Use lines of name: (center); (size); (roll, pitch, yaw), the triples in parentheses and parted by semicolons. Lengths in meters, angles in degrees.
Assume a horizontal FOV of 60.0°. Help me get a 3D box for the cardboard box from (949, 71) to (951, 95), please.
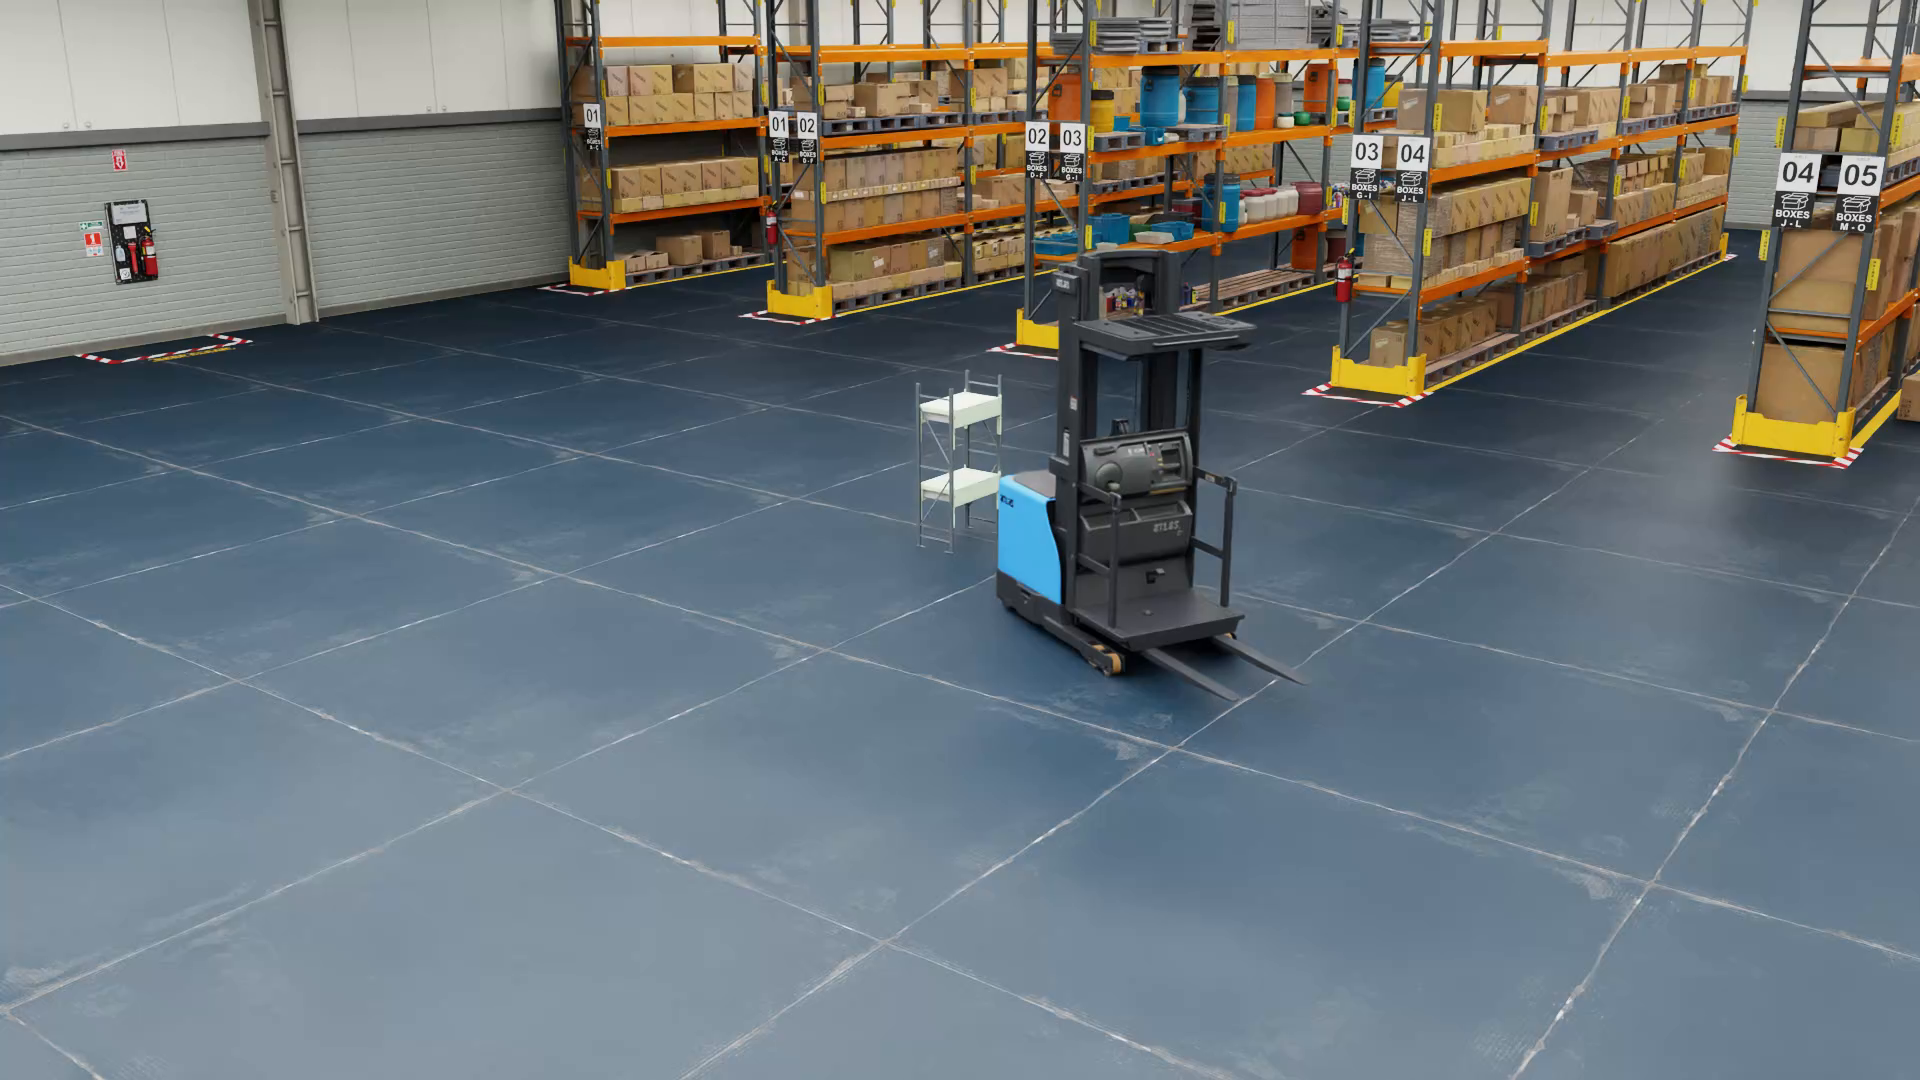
cardboard box: (-0.322, -10.215, 37.119); (0.700, 0.500, 0.500); (12, 21, 34)

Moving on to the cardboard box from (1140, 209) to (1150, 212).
cardboard box: (3.758, -6.800, 35.562); (0.500, 0.500, 0.500); (13, 21, 35)

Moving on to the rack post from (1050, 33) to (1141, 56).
rack post: (1.930, -7.034, 23.571); (0.937, 0.300, 0.954); (15, 23, 40)

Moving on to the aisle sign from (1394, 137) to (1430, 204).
aisle sign: (5.559, -4.549, 20.457); (0.394, 0.787, 0.004); (12, 21, 35)

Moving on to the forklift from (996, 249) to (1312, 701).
forklift: (1.415, -0.563, 12.122); (1.130, 2.935, 3.031); (-9, 19, -26)

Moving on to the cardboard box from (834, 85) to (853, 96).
cardboard box: (-2.660, -9.105, 34.248); (0.797, 0.503, 0.637); (16, 24, 42)

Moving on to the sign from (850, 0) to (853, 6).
sign: (-2.261, -11.390, 34.914); (0.100, 0.325, 0.005); (12, 21, 35)

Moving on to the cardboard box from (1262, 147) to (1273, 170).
cardboard box: (6.886, -8.830, 38.459); (0.500, 0.500, 0.500); (13, 22, 36)

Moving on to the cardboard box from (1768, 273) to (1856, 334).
cardboard box: (9.463, -2.643, 18.449); (0.875, 0.550, 0.550); (12, 21, 35)

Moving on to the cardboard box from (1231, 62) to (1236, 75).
cardboard box: (5.691, -10.425, 36.851); (0.700, 0.500, 0.500); (12, 21, 35)

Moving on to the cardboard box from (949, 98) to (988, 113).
cardboard box: (0.159, -7.786, 29.751); (0.500, 0.250, 0.500); (15, 23, 40)

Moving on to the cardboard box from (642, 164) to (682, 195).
cardboard box: (-5.438, -6.596, 30.386); (0.500, 0.500, 0.500); (12, 21, 33)

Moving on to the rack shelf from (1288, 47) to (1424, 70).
rack shelf: (7.335, -8.963, 30.825); (1.077, 0.370, 4.000); (12, 21, 35)

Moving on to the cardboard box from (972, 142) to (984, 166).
cardboard box: (0.202, -8.781, 37.764); (0.500, 0.500, 0.500); (13, 21, 35)

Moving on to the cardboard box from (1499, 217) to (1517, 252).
cardboard box: (7.420, -4.421, 23.760); (0.875, 0.500, 0.500); (12, 21, 35)

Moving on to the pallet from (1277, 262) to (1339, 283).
pallet: (6.580, -5.019, 31.057); (1.003, 0.211, 1.213); (12, 21, 35)

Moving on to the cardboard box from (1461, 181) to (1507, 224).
cardboard box: (7.095, -4.601, 22.653); (0.500, 0.500, 0.500); (12, 21, 35)

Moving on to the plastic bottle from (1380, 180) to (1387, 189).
plastic bottle: (8.132, -6.764, 32.057); (0.144, 0.351, 0.185); (12, 21, 35)

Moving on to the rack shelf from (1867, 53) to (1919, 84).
rack shelf: (12.853, -6.234, 22.039); (1.077, 0.370, 4.000); (12, 21, 35)

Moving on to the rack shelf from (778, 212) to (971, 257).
rack shelf: (-1.407, -5.259, 28.341); (1.077, 0.370, 4.000); (12, 21, 35)

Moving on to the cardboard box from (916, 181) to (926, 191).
cardboard box: (-0.813, -6.092, 28.548); (0.380, 0.149, 0.250); (12, 21, 34)

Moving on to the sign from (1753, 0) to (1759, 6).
sign: (15.315, -10.436, 31.973); (0.100, 0.325, 0.005); (12, 21, 35)

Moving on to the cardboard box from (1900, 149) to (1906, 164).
cardboard box: (10.191, -4.241, 18.339); (0.380, 0.149, 0.250); (13, 21, 35)

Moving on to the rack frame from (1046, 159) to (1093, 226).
rack frame: (2.168, -7.032, 32.837); (1.000, 3.000, 0.127); (12, 21, 35)

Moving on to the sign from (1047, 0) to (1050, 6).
sign: (1.726, -10.475, 32.098); (0.100, 0.325, 0.005); (12, 21, 35)

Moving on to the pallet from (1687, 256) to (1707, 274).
pallet: (13.747, -5.361, 32.157); (1.003, 0.211, 1.213); (12, 21, 35)

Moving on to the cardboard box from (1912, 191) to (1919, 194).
cardboard box: (13.165, -4.557, 23.012); (0.700, 0.500, 0.500); (12, 21, 34)

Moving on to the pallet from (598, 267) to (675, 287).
pallet: (-6.022, -4.875, 30.592); (1.003, 0.211, 1.213); (12, 21, 35)

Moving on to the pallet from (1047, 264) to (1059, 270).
pallet: (1.646, -5.511, 32.641); (1.003, 0.211, 1.213); (12, 21, 35)

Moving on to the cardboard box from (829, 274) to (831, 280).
cardboard box: (-2.228, -4.315, 28.016); (0.500, 0.250, 0.500); (12, 21, 35)

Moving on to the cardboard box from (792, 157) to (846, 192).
cardboard box: (-2.279, -5.915, 26.885); (0.700, 0.500, 0.500); (13, 21, 35)

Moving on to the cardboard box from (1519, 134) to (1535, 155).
cardboard box: (7.676, -5.534, 23.208); (0.500, 0.250, 0.500); (13, 22, 37)

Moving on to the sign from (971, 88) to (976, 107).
sign: (0.231, -7.699, 28.921); (0.100, 0.325, 0.005); (12, 21, 35)

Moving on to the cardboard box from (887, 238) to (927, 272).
cardboard box: (-0.918, -4.939, 28.760); (0.500, 0.500, 0.500); (12, 21, 35)

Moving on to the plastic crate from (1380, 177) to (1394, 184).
plastic crate: (8.531, -7.301, 33.629); (0.392, 0.384, 0.575); (12, 21, 35)

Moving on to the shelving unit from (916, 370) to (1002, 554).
shelving unit: (-0.004, -0.715, 15.022); (0.431, 1.500, 0.755); (12, 21, 35)

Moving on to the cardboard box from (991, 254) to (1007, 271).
cardboard box: (0.529, -5.141, 30.674); (0.500, 0.250, 0.500); (13, 22, 36)

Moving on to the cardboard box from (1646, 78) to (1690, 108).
cardboard box: (12.923, -8.159, 30.362); (0.700, 0.500, 0.500); (11, 20, 31)

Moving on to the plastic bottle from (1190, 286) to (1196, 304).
plastic bottle: (3.739, -3.943, 26.728); (0.061, 0.283, 0.133); (14, 22, 37)

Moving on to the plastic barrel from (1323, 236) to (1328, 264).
plastic barrel: (6.686, -5.438, 31.191); (0.421, 0.512, 0.421); (0, 17, 0)

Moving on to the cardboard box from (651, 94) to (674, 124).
cardboard box: (-5.525, -7.772, 29.960); (0.500, 0.500, 0.500); (14, 22, 37)

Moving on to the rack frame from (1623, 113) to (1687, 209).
rack frame: (12.505, -6.233, 30.265); (1.000, 3.000, 0.127); (12, 21, 35)

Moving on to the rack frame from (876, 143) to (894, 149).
rack frame: (-1.813, -7.906, 35.653); (1.000, 3.000, 0.127); (12, 21, 35)

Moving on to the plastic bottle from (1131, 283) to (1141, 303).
plastic bottle: (2.834, -3.984, 26.747); (0.144, 0.351, 0.185); (11, 21, 32)

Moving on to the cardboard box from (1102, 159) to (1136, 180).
cardboard box: (3.151, -7.634, 33.899); (0.500, 0.500, 0.700); (-15, 23, -40)

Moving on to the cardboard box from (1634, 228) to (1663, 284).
cardboard box: (11.608, -5.050, 29.329); (1.225, 0.875, 0.875); (12, 21, 33)

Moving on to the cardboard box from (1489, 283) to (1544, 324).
cardboard box: (8.421, -3.597, 25.248); (0.700, 0.500, 0.500); (12, 21, 34)

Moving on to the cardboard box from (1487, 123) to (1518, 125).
cardboard box: (7.544, -5.703, 23.080); (0.380, 0.149, 0.250); (13, 21, 35)

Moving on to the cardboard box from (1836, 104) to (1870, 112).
cardboard box: (10.565, -5.099, 19.757); (0.380, 0.149, 0.250); (13, 21, 35)

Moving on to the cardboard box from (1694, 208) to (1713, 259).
cardboard box: (14.029, -5.989, 32.351); (0.875, 0.875, 0.875); (12, 21, 35)

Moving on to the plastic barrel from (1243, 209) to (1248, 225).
plastic barrel: (4.672, -5.425, 27.896); (0.301, 0.262, 0.301); (0, 17, 0)

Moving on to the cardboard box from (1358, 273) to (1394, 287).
cardboard box: (5.359, -3.360, 21.434); (0.380, 0.149, 0.250); (12, 21, 35)

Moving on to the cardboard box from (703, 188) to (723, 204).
cardboard box: (-4.826, -6.486, 31.296); (0.500, 0.250, 0.500); (12, 21, 34)

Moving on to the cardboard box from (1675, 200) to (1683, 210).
cardboard box: (12.948, -6.125, 30.339); (0.380, 0.149, 0.250); (12, 21, 35)

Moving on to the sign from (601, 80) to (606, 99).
sign: (-6.144, -7.755, 28.634); (0.100, 0.325, 0.005); (12, 21, 35)

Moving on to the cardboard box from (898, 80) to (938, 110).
cardboard box: (-0.727, -7.754, 28.990); (0.500, 0.500, 0.500); (15, 22, 39)

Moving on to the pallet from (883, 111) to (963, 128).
pallet: (-0.703, -7.262, 28.668); (1.003, 0.211, 1.213); (12, 21, 35)
